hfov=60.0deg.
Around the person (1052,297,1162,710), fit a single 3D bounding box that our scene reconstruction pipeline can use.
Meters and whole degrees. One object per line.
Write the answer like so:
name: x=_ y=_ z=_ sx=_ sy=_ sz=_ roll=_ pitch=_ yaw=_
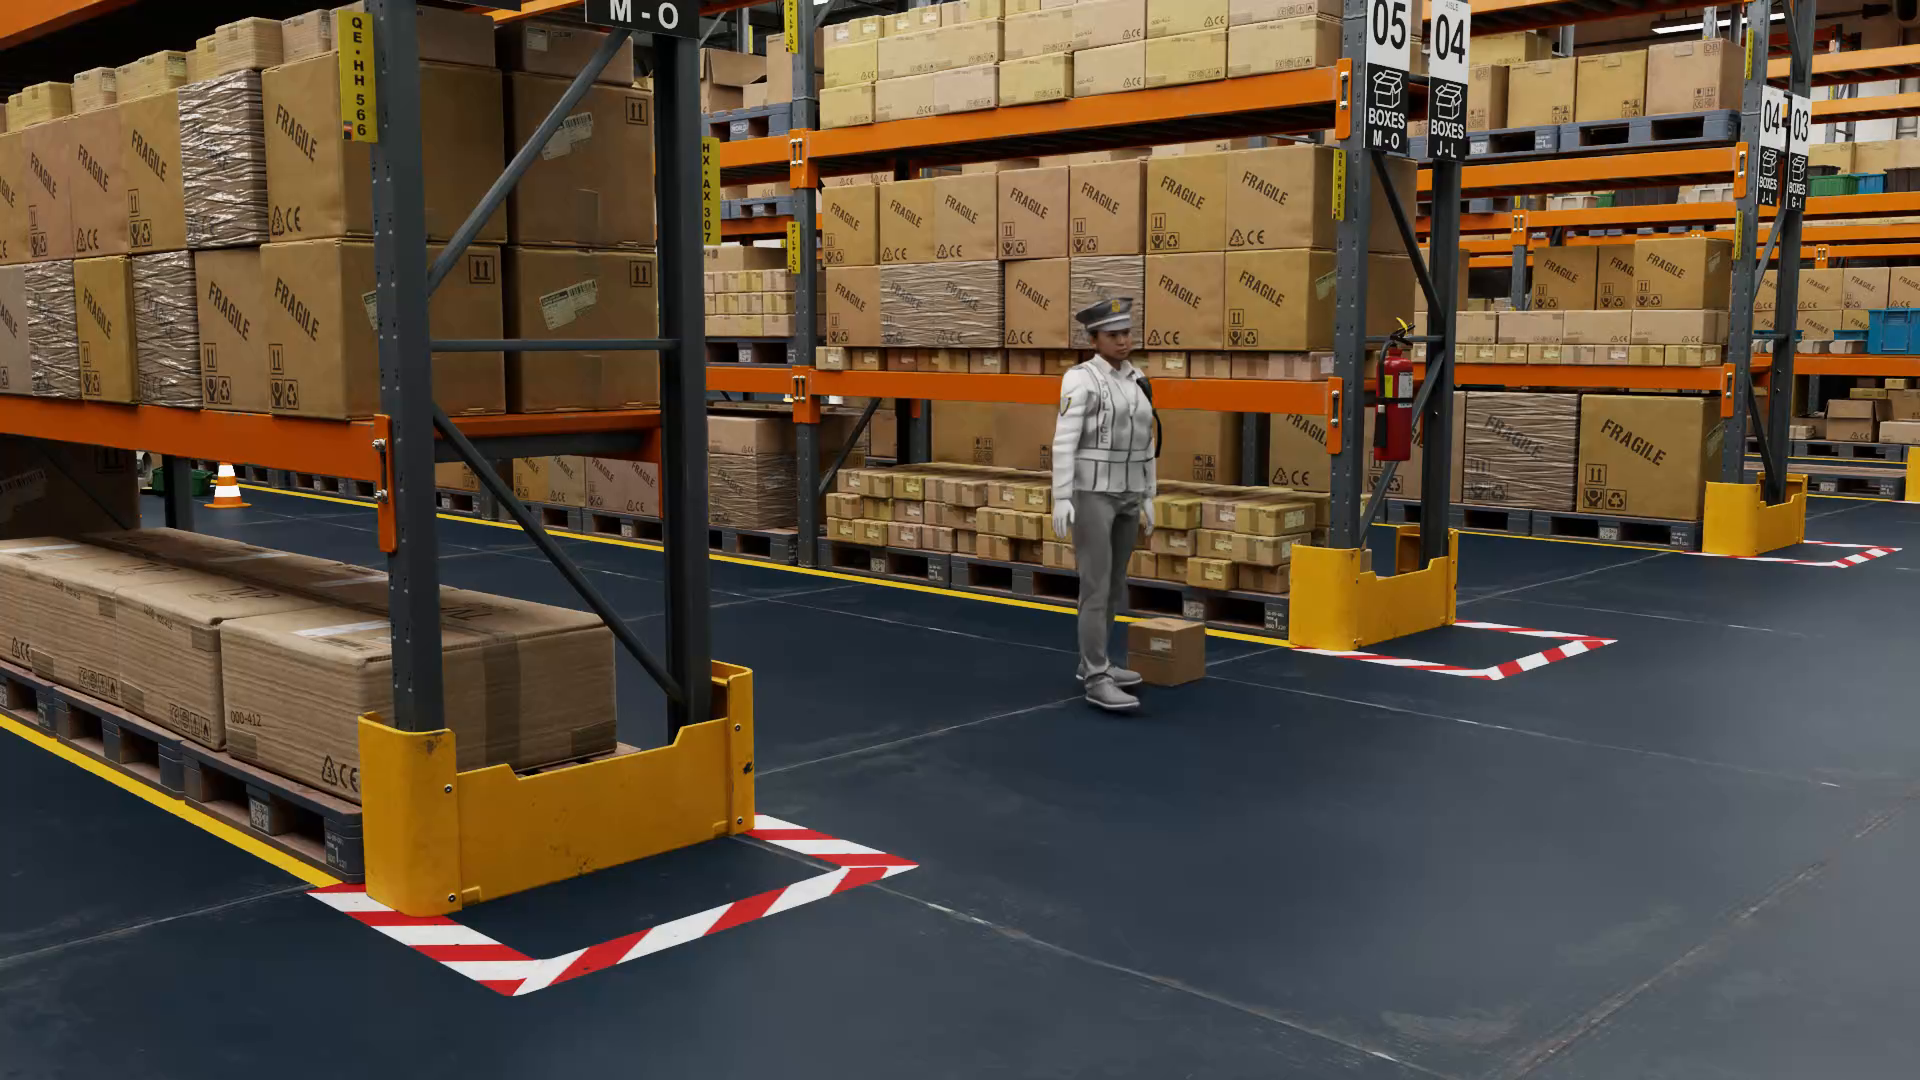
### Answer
person: x=0.610 y=-0.165 z=6.886 sx=0.628 sy=1.665 sz=0.560 roll=-6 pitch=10 yaw=-42
